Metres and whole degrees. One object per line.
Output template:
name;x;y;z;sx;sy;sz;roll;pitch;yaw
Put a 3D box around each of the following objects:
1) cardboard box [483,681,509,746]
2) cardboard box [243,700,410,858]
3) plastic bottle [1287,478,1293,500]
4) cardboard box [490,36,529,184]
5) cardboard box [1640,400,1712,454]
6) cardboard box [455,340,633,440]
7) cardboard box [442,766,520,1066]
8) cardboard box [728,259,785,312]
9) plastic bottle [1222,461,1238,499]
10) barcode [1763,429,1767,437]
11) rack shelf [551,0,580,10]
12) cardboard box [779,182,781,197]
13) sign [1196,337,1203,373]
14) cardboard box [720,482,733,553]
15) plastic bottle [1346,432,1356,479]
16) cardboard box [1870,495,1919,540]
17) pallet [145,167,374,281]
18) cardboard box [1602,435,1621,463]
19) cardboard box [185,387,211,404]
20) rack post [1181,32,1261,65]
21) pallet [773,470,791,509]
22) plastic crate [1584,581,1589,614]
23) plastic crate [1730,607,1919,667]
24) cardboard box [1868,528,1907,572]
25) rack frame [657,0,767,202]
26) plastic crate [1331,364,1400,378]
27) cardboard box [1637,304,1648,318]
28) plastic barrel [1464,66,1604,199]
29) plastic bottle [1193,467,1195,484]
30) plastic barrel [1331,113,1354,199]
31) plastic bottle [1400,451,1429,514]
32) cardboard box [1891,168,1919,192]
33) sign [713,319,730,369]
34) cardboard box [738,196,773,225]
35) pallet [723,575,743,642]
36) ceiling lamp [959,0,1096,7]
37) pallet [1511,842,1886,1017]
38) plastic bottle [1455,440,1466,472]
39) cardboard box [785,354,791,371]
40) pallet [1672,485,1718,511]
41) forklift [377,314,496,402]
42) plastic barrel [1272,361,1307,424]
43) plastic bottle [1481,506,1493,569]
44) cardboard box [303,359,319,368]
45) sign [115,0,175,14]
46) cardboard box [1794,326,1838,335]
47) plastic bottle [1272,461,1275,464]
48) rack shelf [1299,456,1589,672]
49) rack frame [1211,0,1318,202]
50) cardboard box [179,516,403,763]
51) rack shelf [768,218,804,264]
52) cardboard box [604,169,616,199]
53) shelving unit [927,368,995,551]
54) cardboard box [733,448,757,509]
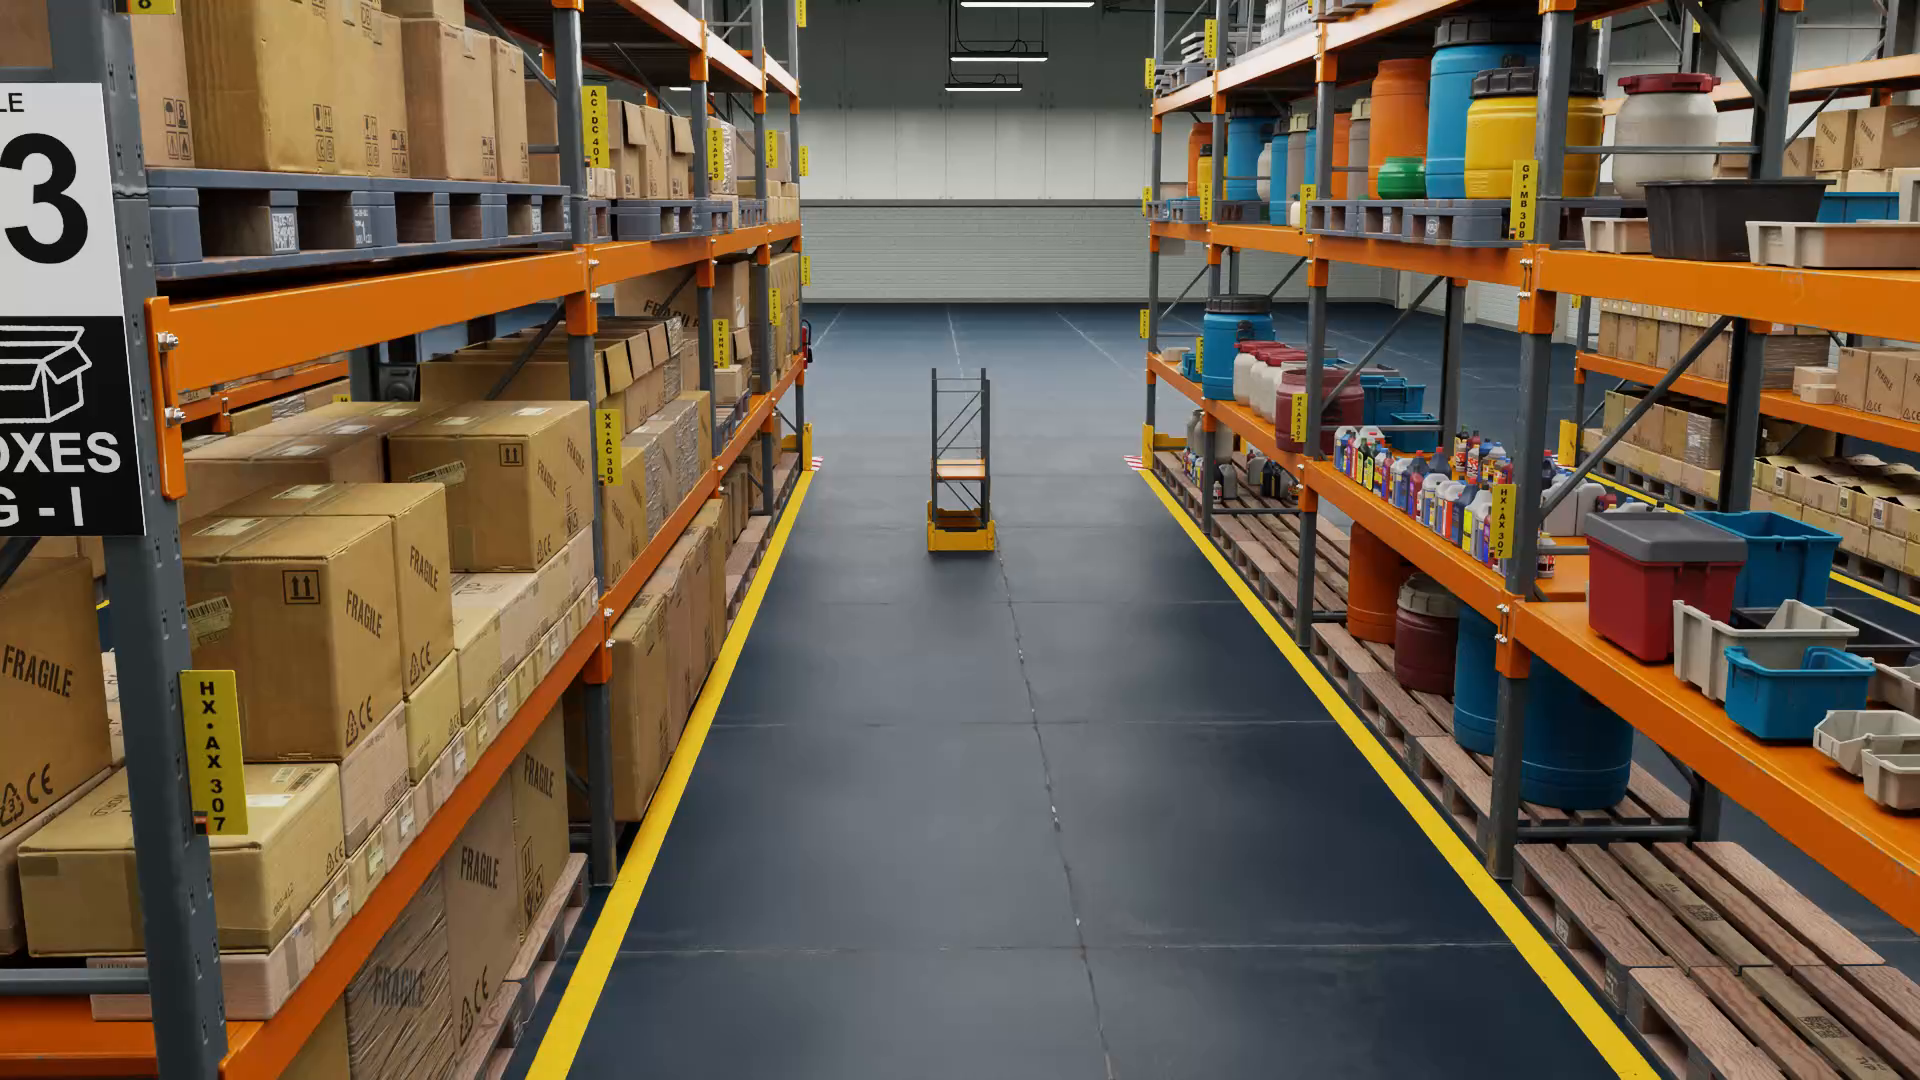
cardboard box;-1.683;0.562;5.378;0.380;0.149;0.250;0;11;0
cardboard box;-1.722;0.596;4.205;0.500;0.250;0.500;0;11;-2
plastic bottle;3.166;-0.487;15.848;0.097;0.201;0.097;0;11;0
cardboard box;-1.971;-1.545;6.029;0.700;0.500;0.500;-1;12;-4
cardboard box;7.426;-1.172;17.266;0.500;0.500;0.500;0;11;-1
cardboard box;-2.072;-0.731;8.343;0.797;0.503;0.637;0;11;-1
cardboard box;-2.095;1.219;5.793;0.875;0.875;0.875;0;11;-1
cardboard box;-1.990;-2.491;16.280;0.500;0.500;0.500;0;11;-1
plastic bottle;2.582;-0.582;15.941;0.144;0.351;0.185;0;11;-1
barcode;7.280;-0.966;15.041;0.001;0.075;0.075;0;11;-1
rack shelf;-2.006;-1.921;4.709;1.077;0.370;4.000;0;11;-1
cardboard box;-1.999;-3.537;16.779;0.380;0.149;0.250;-1;11;-4
sign;2.189;-1.673;15.065;0.100;0.325;0.005;0;11;-1
cardboard box;-2.219;-0.179;13.580;0.700;0.500;0.500;-1;12;-6
plastic bottle;2.469;-0.532;10.432;0.061;0.283;0.133;0;11;-1
cardboard box;7.492;-0.202;12.958;0.500;0.311;0.500;0;11;-2
pallet;-1.991;-0.706;3.672;1.003;0.211;1.213;0;11;-1
cardboard box;7.411;-1.004;18.321;0.500;0.250;0.500;0;11;-1
cardboard box;-6.896;-1.463;14.475;0.500;0.500;0.500;0;11;-1
rack post;2.728;-4.851;16.526;0.937;0.300;0.954;0;11;-2
pallet;-2.290;-0.527;17.126;1.003;0.211;1.213;0;11;-1
plastic crate;2.771;0.246;6.816;0.396;0.136;0.243;0;11;-1
plastic crate;3.196;0.380;6.185;0.437;0.125;0.590;0;11;-1
cardboard box;7.498;0.074;13.010;0.500;0.250;0.500;0;11;0
rack frame;-2.213;-4.457;14.396;1.000;3.000;0.127;0;11;-1
plastic crate;3.094;-1.096;12.757;0.402;0.464;0.583;0;11;-1
cardboard box;7.424;-2.435;17.634;0.380;0.149;0.250;-1;11;-3
plastic barrel;2.683;-1.896;7.786;0.600;0.588;0.600;0;11;0
plastic bottle;2.398;-0.667;16.732;0.097;0.201;0.097;0;11;0
plastic barrel;3.008;-2.717;12.283;0.600;0.830;0.708;0;11;-1
plastic bottle;2.535;-0.323;9.233;0.144;0.351;0.185;0;11;-1
cardboard box;7.670;-2.779;12.990;0.500;0.250;0.500;-1;12;-6
sign;-1.575;-1.292;10.973;0.100;0.325;0.005;0;11;-1
cardboard box;-1.966;-3.004;15.156;0.500;0.250;0.500;-1;11;-3
pallet;-2.145;0.489;12.116;1.003;0.211;1.213;0;11;-1
ceiling lamp;0.988;-9.474;24.444;2.000;3.185;0.800;0;11;-1
pallet;2.958;1.565;6.812;1.003;0.211;1.213;0;11;-1
plastic bottle;3.241;-0.543;10.692;0.097;0.201;0.097;0;11;0
cardboard box;-1.947;-1.836;17.194;0.380;0.149;0.250;0;11;-1
pallet;7.717;-0.349;16.247;1.003;0.211;1.213;0;11;-1
forklift;-4.591;-1.342;14.302;1.130;2.935;3.031;0;11;-1
plastic barrel;2.578;-1.084;12.579;0.421;0.512;0.421;0;11;0
plastic bottle;2.523;-0.013;7.871;0.061;0.283;0.133;0;11;-1
cardboard box;-7.284;-2.091;17.443;0.875;0.550;0.550;0;11;-1
sign;-1.410;-1.070;2.847;0.100;0.325;0.005;0;11;-1
cardboard box;7.879;-1.978;15.382;0.380;0.149;0.250;0;11;-1
plastic bottle;3.093;-0.645;16.448;0.097;0.271;0.097;0;11;0
rack shelf;2.863;0.008;9.286;1.077;0.370;4.000;0;11;-1
rack frame;2.739;-4.478;14.497;1.000;3.000;0.127;0;11;-1
cardboard box;-1.715;0.233;4.111;0.500;0.500;0.500;-1;11;-3
rack shelf;-2.254;-3.032;16.726;1.077;0.370;4.000;0;11;-1
cardboard box;-1.928;-1.776;8.301;0.380;0.149;0.250;-1;11;-3
shelving unit;-0.002;-0.750;14.985;0.587;1.500;1.083;0;11;-1
cardboard box;-2.181;-0.578;15.592;0.500;0.500;0.500;-1;11;-3
